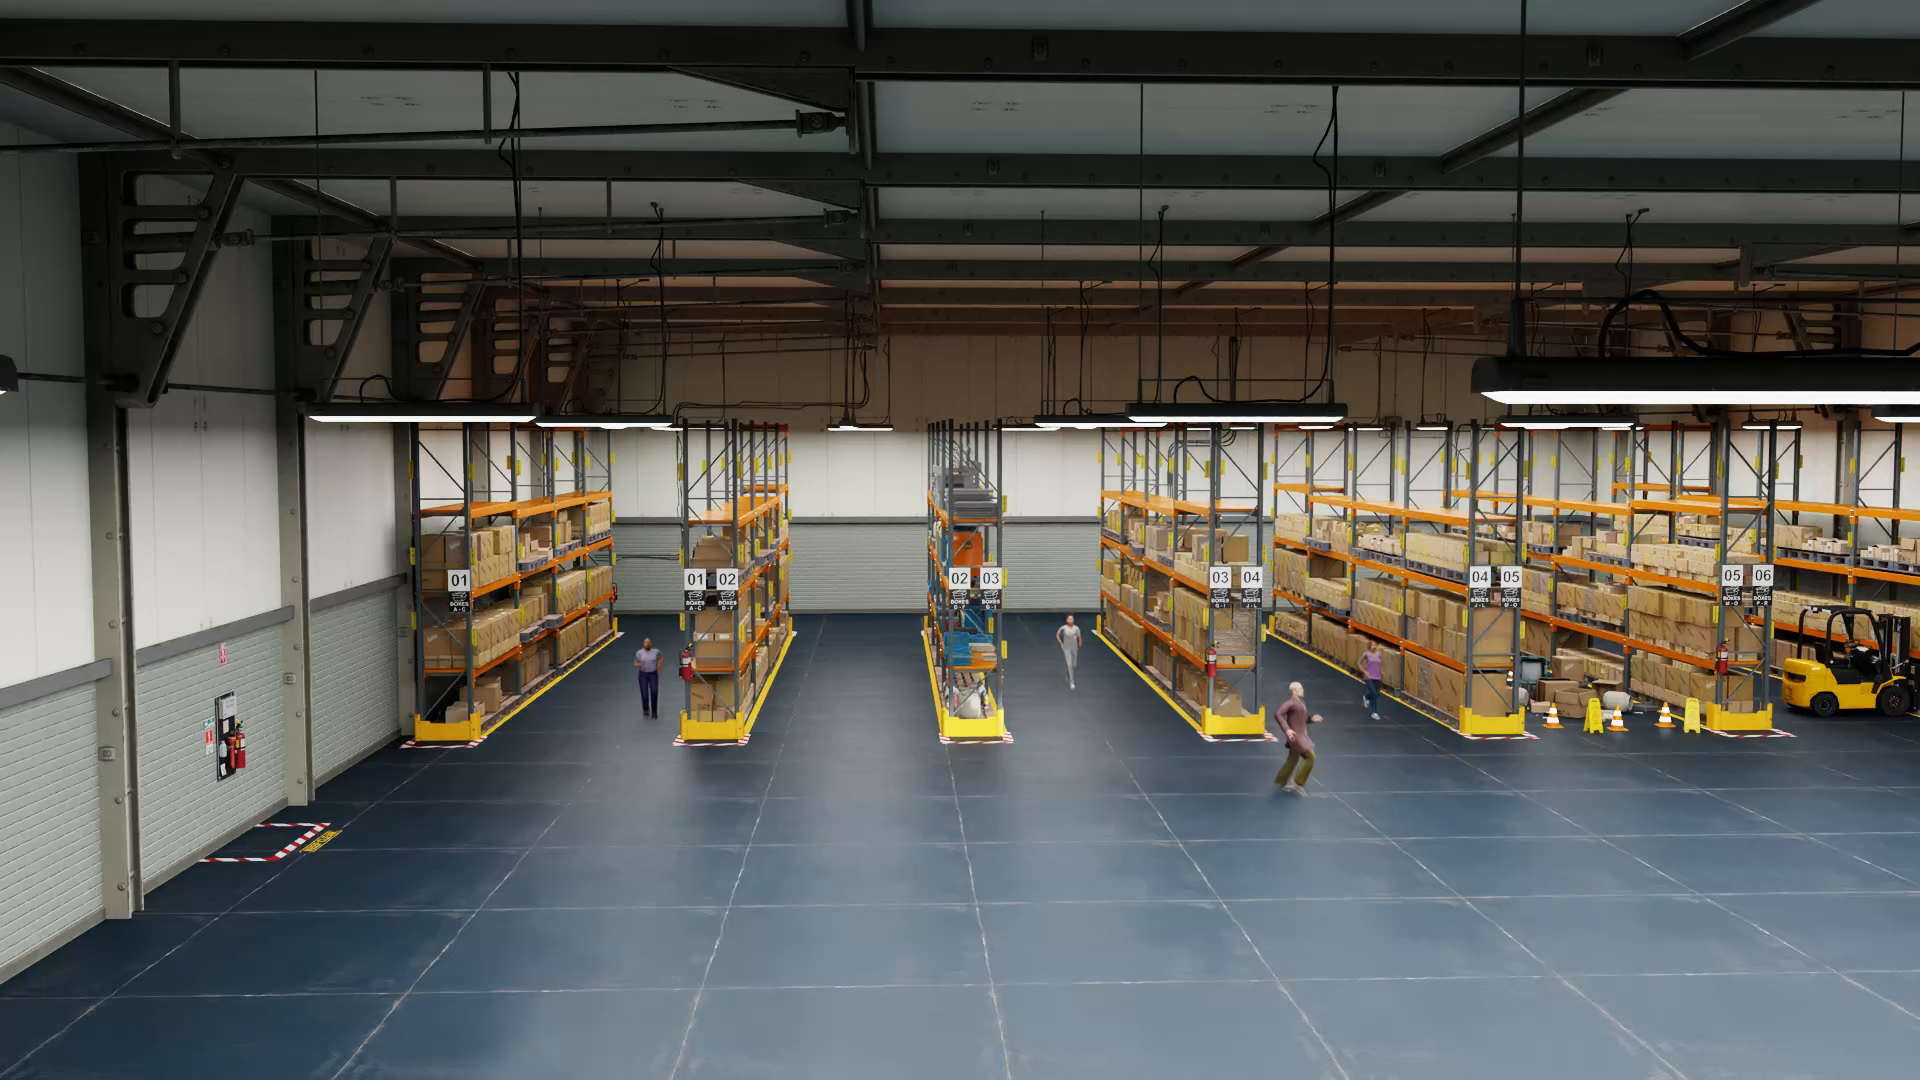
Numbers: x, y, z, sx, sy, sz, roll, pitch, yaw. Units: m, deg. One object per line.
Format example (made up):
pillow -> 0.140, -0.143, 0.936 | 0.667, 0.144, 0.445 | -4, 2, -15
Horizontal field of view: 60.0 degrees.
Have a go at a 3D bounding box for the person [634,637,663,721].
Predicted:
person -> -6.244, 2.780, 33.328 | 0.554, 1.687, 0.759 | 0, 4, -8

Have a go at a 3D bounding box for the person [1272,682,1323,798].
person -> 5.329, 3.180, 26.281 | 0.798, 1.777, 0.671 | 1, 4, 19

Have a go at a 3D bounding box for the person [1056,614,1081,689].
person -> 2.473, 2.510, 37.651 | 0.566, 1.640, 0.818 | -1, 4, -10

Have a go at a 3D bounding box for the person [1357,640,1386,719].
person -> 8.292, 2.801, 33.612 | 0.541, 1.576, 0.676 | -1, 4, -16
